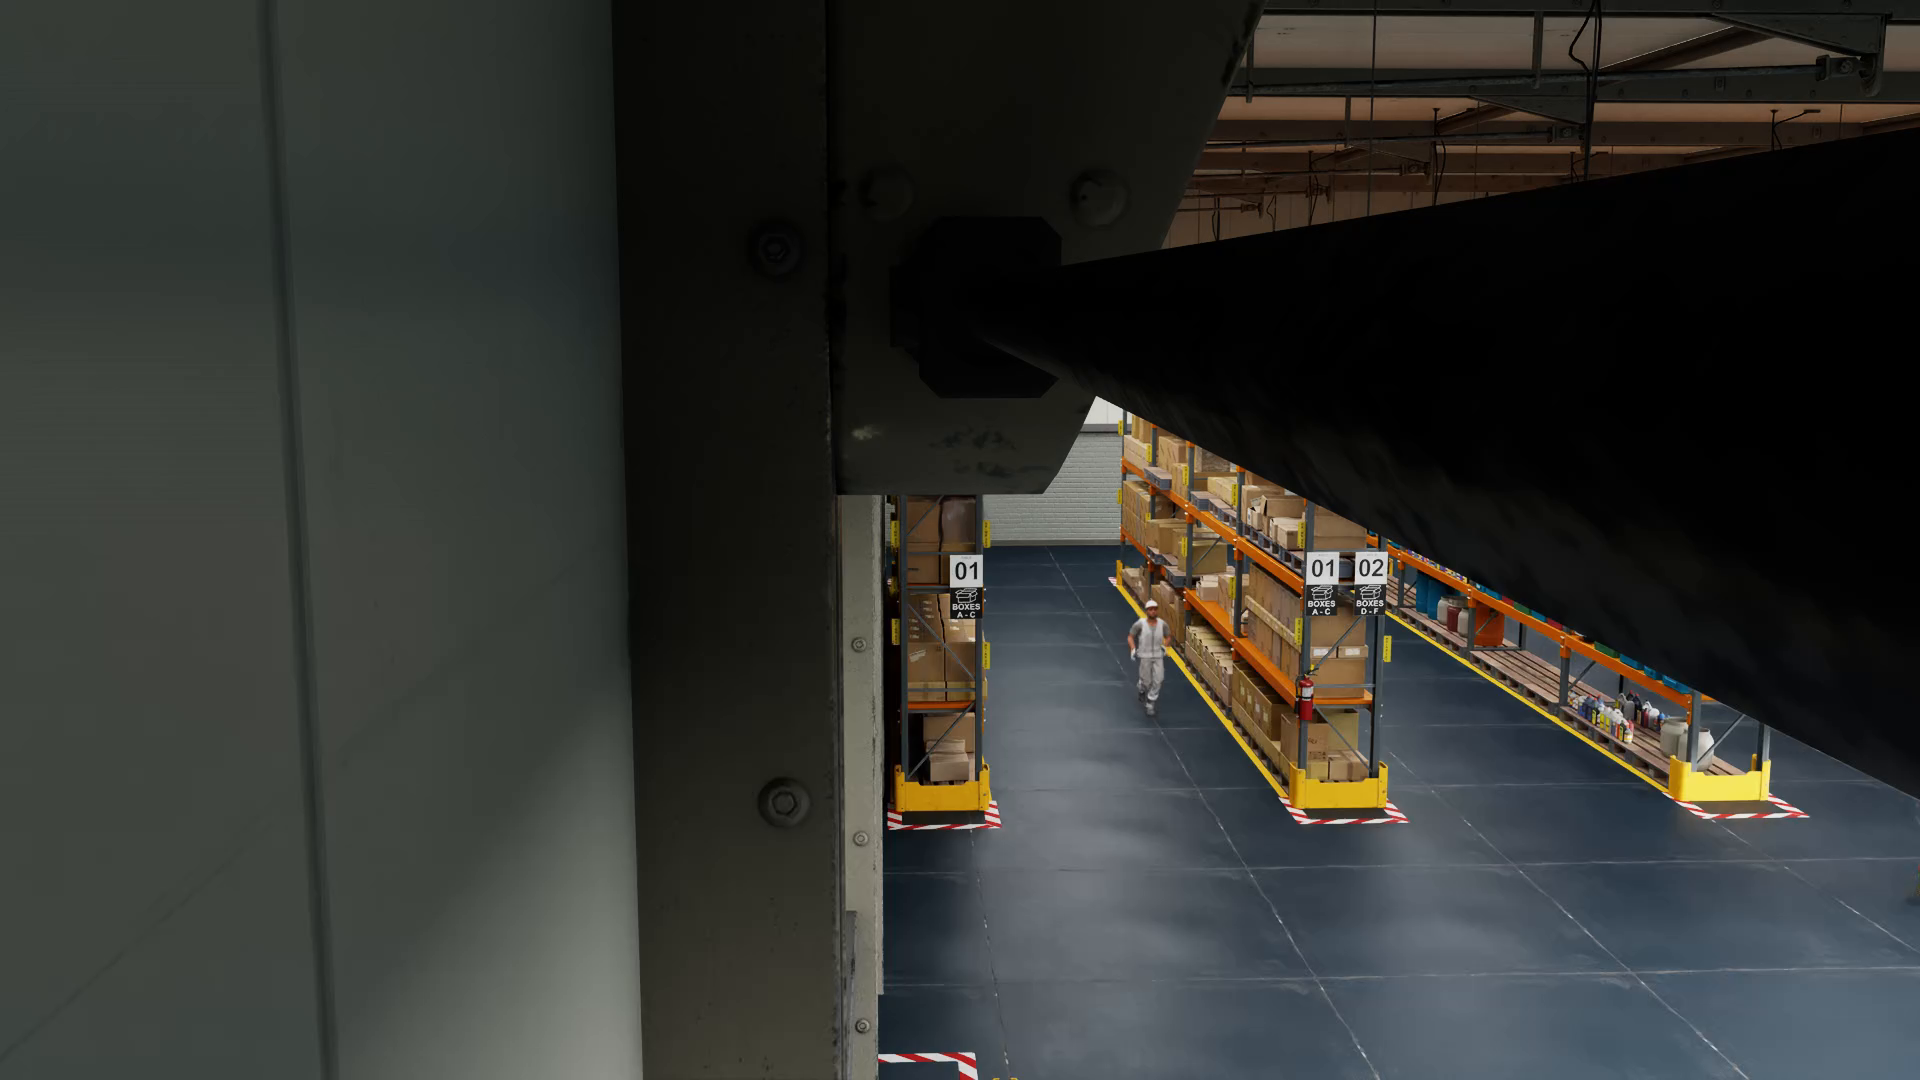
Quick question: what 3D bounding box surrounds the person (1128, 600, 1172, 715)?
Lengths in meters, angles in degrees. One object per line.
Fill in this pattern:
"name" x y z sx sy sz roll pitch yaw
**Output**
"person" 2.889 1.774 25.174 0.658 1.738 0.601 -1 8 -6
